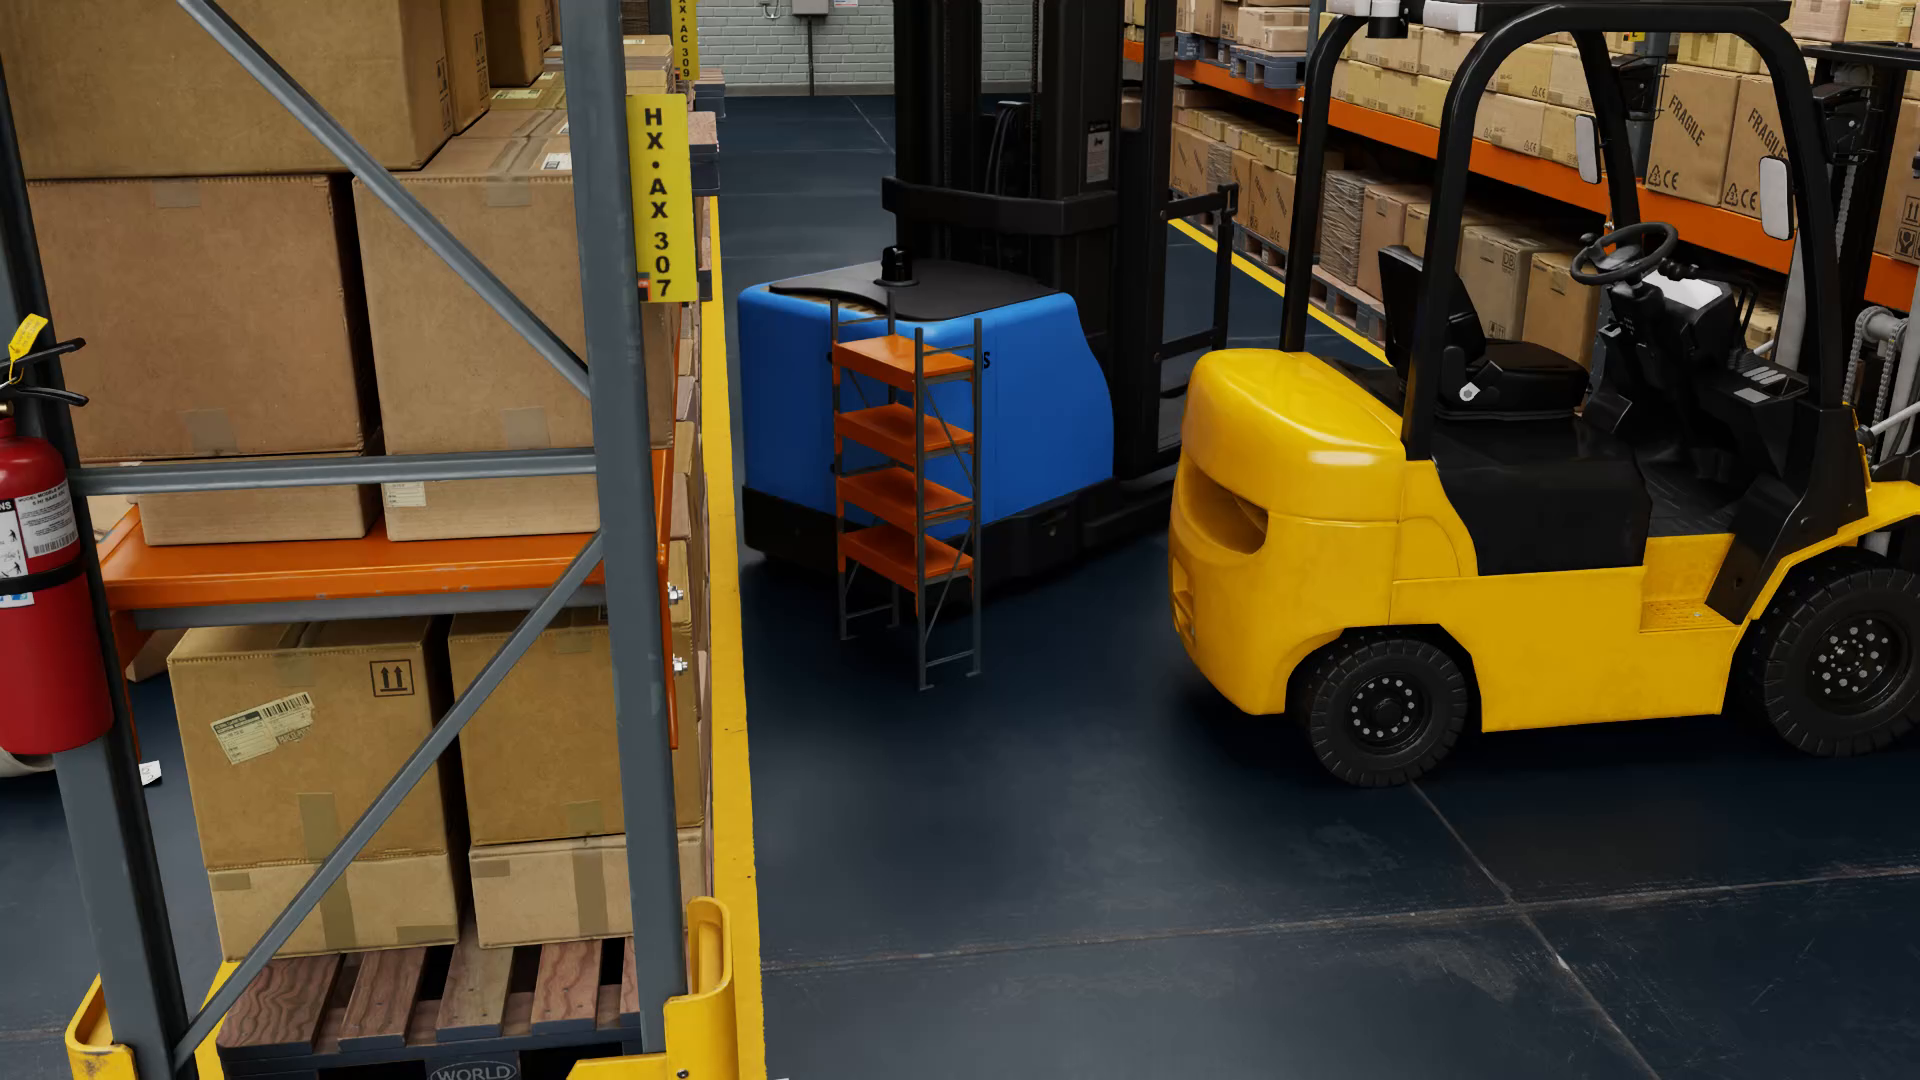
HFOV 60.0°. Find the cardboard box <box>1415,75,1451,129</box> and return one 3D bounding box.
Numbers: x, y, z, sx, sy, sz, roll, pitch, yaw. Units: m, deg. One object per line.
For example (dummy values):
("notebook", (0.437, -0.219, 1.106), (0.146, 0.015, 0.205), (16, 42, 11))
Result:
("cardboard box", (2.790, -2.358, 8.957), (0.500, 0.250, 0.500), (-2, 21, -6))

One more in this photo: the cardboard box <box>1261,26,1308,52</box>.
("cardboard box", (2.272, -3.414, 11.327), (0.380, 0.149, 0.250), (-3, 21, -7))

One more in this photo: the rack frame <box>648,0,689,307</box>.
("rack frame", (-1.588, -1.490, 6.418), (1.000, 3.000, 0.127), (-3, 21, -8))

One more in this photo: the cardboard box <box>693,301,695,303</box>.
("cardboard box", (-2.093, -1.644, 9.987), (0.950, 0.372, 0.625), (-4, 21, -11))

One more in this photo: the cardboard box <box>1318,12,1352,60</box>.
("cardboard box", (2.544, -3.123, 10.291), (0.500, 0.250, 0.500), (-3, 21, -8))

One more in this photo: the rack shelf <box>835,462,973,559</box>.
("rack shelf", (-0.176, -0.103, 5.471), (0.258, 0.148, 0.480), (-14, 25, -33))

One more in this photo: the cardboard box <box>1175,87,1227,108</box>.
("cardboard box", (2.043, -3.755, 14.103), (0.380, 0.149, 0.250), (-4, 21, -10))

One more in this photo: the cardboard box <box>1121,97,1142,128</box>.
("cardboard box", (1.822, -4.048, 16.240), (0.700, 0.500, 0.500), (-4, 21, -10))

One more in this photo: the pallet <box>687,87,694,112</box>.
("pallet", (-1.839, -2.102, 8.330), (1.003, 0.211, 1.213), (-3, 21, -8))

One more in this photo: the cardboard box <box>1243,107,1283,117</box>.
("cardboard box", (2.595, -3.553, 13.989), (0.380, 0.149, 0.250), (-3, 21, -7))

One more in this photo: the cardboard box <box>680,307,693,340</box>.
("cardboard box", (-1.237, -0.558, 6.182), (0.500, 0.500, 0.500), (-3, 21, -9))

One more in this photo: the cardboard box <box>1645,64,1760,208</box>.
("cardboard box", (3.129, -1.622, 6.628), (0.500, 0.500, 0.500), (-3, 21, -9))

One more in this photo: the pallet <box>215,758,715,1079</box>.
("pallet", (-1.105, 0.892, 4.026), (1.003, 0.211, 1.213), (-3, 21, -8))

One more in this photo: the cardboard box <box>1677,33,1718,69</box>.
("cardboard box", (3.109, -1.969, 6.630), (0.380, 0.149, 0.250), (-3, 21, -9))

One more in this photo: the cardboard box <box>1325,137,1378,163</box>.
("cardboard box", (2.853, -2.828, 12.045), (0.380, 0.149, 0.250), (-3, 21, -7))

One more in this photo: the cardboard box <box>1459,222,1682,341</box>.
("cardboard box", (3.132, -1.275, 8.636), (0.875, 0.625, 0.625), (-3, 21, -8))

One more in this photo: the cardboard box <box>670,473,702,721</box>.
("cardboard box", (-0.938, 0.153, 4.277), (0.500, 0.500, 0.500), (-4, 21, -10))

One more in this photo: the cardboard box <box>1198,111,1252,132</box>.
("cardboard box", (2.176, -3.429, 13.655), (0.380, 0.149, 0.250), (-3, 21, -9))

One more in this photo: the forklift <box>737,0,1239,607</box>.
("forklift", (0.527, -1.565, 6.717), (1.130, 2.935, 3.031), (18, 27, 39))

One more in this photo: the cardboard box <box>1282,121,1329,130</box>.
("cardboard box", (2.743, -3.193, 13.023), (0.380, 0.149, 0.250), (-4, 21, -10))

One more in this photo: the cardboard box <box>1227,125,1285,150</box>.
("cardboard box", (2.261, -3.075, 12.707), (0.380, 0.149, 0.250), (-4, 21, -10))

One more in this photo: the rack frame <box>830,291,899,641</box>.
("rack frame", (-0.317, -0.236, 5.633), (0.240, 1.200, 0.015), (-14, 25, -33))

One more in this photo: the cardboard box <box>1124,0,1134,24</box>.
("cardboard box", (1.768, -4.917, 15.384), (0.500, 0.250, 0.500), (-3, 21, -8))

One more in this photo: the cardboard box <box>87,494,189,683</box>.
("cardboard box", (-2.780, 0.120, 5.678), (0.500, 0.500, 0.500), (12, 24, 29))

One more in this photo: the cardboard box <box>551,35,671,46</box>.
("cardboard box", (-1.278, -1.535, 5.970), (0.500, 0.500, 0.500), (-3, 21, -9))

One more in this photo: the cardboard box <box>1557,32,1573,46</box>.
("cardboard box", (3.016, -2.375, 7.718), (0.380, 0.149, 0.250), (-3, 21, -8))

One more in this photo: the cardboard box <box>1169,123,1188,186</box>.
("cardboard box", (2.017, -3.358, 14.393), (0.500, 0.500, 0.500), (-2, 21, -5))

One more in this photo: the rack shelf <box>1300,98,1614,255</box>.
("rack shelf", (3.035, -2.097, 9.072), (1.077, 0.370, 4.000), (-3, 21, -8))

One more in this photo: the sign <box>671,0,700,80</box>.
("sign", (-1.052, -1.925, 6.347), (0.100, 0.325, 0.005), (-3, 21, -8))

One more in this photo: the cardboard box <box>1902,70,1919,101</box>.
("cardboard box", (3.265, -1.524, 5.439), (0.380, 0.149, 0.250), (-4, 21, -9))

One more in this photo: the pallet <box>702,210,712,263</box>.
("pallet", (-2.377, -2.267, 12.483), (1.003, 0.211, 1.213), (-3, 21, -8))

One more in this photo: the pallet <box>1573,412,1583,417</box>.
("pallet", (3.178, -0.688, 8.257), (1.003, 0.211, 1.213), (-3, 21, -8))

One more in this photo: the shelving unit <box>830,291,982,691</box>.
("shelving unit", (-0.176, -0.166, 5.447), (0.258, 1.200, 0.503), (-14, 25, -33))

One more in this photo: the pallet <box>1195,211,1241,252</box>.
("pallet", (2.504, -2.502, 13.113), (1.003, 0.211, 1.213), (-3, 21, -8))

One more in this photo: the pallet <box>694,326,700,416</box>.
("pallet", (-1.881, -0.876, 8.761), (1.003, 0.211, 1.213), (-3, 21, -8))

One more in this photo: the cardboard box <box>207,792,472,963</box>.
("cardboard box", (-1.398, 0.712, 3.853), (0.500, 0.250, 0.500), (-3, 21, -8))

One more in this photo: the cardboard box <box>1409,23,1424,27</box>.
("cardboard box", (2.697, -2.906, 9.138), (0.380, 0.149, 0.250), (-2, 21, -7))

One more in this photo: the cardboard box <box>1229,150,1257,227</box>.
("cardboard box", (2.333, -2.643, 12.477), (0.500, 0.500, 0.500), (-2, 21, -5))

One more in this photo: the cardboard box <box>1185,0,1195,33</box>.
("cardboard box", (1.990, -4.145, 13.118), (0.396, 0.266, 0.258), (-2, 21, -5))

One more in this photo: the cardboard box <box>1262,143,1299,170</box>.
("cardboard box", (2.355, -2.707, 11.723), (0.380, 0.149, 0.250), (-4, 21, -11))

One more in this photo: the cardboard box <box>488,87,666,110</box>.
("cardboard box", (-0.958, -0.825, 4.069), (0.500, 0.500, 0.500), (-3, 21, -9))

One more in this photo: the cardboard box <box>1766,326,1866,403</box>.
("cardboard box", (3.229, -0.586, 5.898), (0.500, 0.250, 0.500), (-2, 21, -6))

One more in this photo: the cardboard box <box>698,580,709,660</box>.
("cardboard box", (-1.012, 0.328, 4.881), (0.500, 0.250, 0.500), (-2, 21, -4))

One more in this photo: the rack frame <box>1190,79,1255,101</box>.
("rack frame", (2.170, -4.511, 14.508), (1.000, 3.000, 0.127), (-3, 21, -8))

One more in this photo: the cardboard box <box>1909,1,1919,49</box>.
("cardboard box", (3.340, -1.664, 5.390), (0.380, 0.149, 0.250), (-3, 21, -8))

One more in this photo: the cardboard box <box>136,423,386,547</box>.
("cardboard box", (-1.277, -0.106, 3.072), (0.380, 0.149, 0.250), (-2, 21, -6))

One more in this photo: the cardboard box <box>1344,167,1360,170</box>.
("cardboard box", (2.963, -2.312, 11.592), (0.500, 0.500, 0.500), (-2, 21, -6))

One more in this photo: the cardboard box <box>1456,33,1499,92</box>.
("cardboard box", (2.850, -2.418, 8.402), (0.500, 0.250, 0.500), (-3, 21, -7))

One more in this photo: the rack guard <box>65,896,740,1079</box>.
("rack guard", (-1.023, 1.040, 3.218), (1.175, 0.500, 0.348), (-3, 21, -8))

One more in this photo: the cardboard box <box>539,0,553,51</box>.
("cardboard box", (-1.687, -1.803, 5.260), (0.700, 0.500, 0.500), (-3, 21, -7))
